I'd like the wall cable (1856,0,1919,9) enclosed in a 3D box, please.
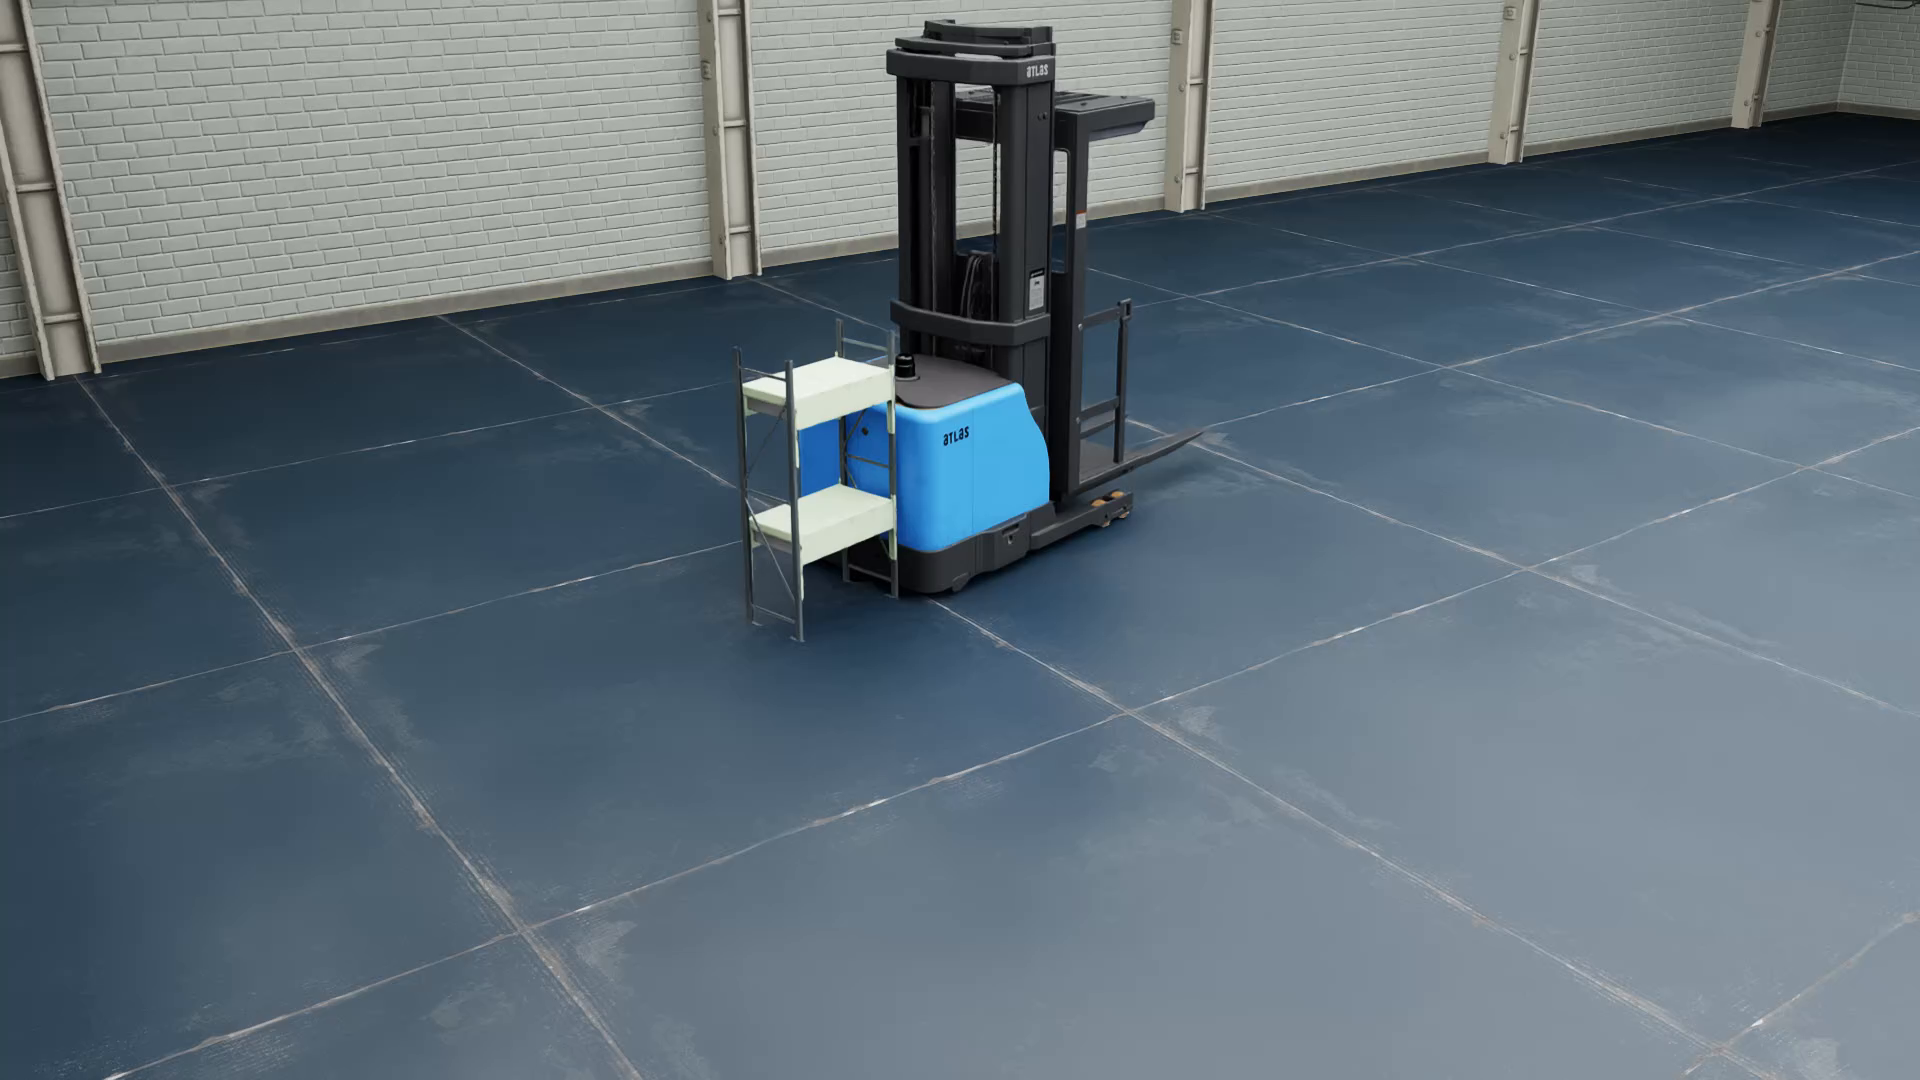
[{"bbox_3d":[15.564,-9.509,25.775,0.112,2.526,3.097,-15,26,-33],"label":"wall cable"}]

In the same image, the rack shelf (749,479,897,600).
[{"bbox_3d":[-0.731,-0.014,8.787,0.431,0.370,0.720,17,28,37],"label":"rack shelf"}]

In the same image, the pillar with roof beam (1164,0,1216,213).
[{"bbox_3d":[5.173,-6.819,14.844,0.400,9.000,9.100,-15,26,-33],"label":"pillar with roof beam"}]

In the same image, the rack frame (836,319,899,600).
[{"bbox_3d":[-0.496,-0.420,8.926,0.400,1.500,0.023,17,28,37],"label":"rack frame"}]

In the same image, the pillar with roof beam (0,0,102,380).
[{"bbox_3d":[-4.568,-4.222,8.335,0.400,9.000,9.100,-15,26,-33],"label":"pillar with roof beam"}]

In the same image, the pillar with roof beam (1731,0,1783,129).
[{"bbox_3d":[14.914,-9.417,21.353,0.400,9.000,9.100,-15,26,-33],"label":"pillar with roof beam"}]

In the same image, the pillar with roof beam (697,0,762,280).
[{"bbox_3d":[0.303,-5.521,11.589,0.400,9.000,9.100,-15,26,-33],"label":"pillar with roof beam"}]

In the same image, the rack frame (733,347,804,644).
[{"bbox_3d":[-0.967,-0.213,8.406,0.400,1.500,0.023,17,28,37],"label":"rack frame"}]

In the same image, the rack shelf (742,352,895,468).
[{"bbox_3d":[-0.731,-0.679,8.521,0.431,0.370,0.720,17,28,37],"label":"rack shelf"}]

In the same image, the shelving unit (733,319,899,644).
[{"bbox_3d":[-0.731,-0.316,8.666,0.431,1.500,0.755,17,28,37],"label":"shelving unit"}]

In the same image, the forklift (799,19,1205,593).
[{"bbox_3d":[0.417,-1.545,9.813,1.130,2.935,3.031,17,28,37],"label":"forklift"}]

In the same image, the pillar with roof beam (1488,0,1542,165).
[{"bbox_3d":[10.044,-8.118,18.098,0.400,9.000,9.100,-15,26,-33],"label":"pillar with roof beam"}]
